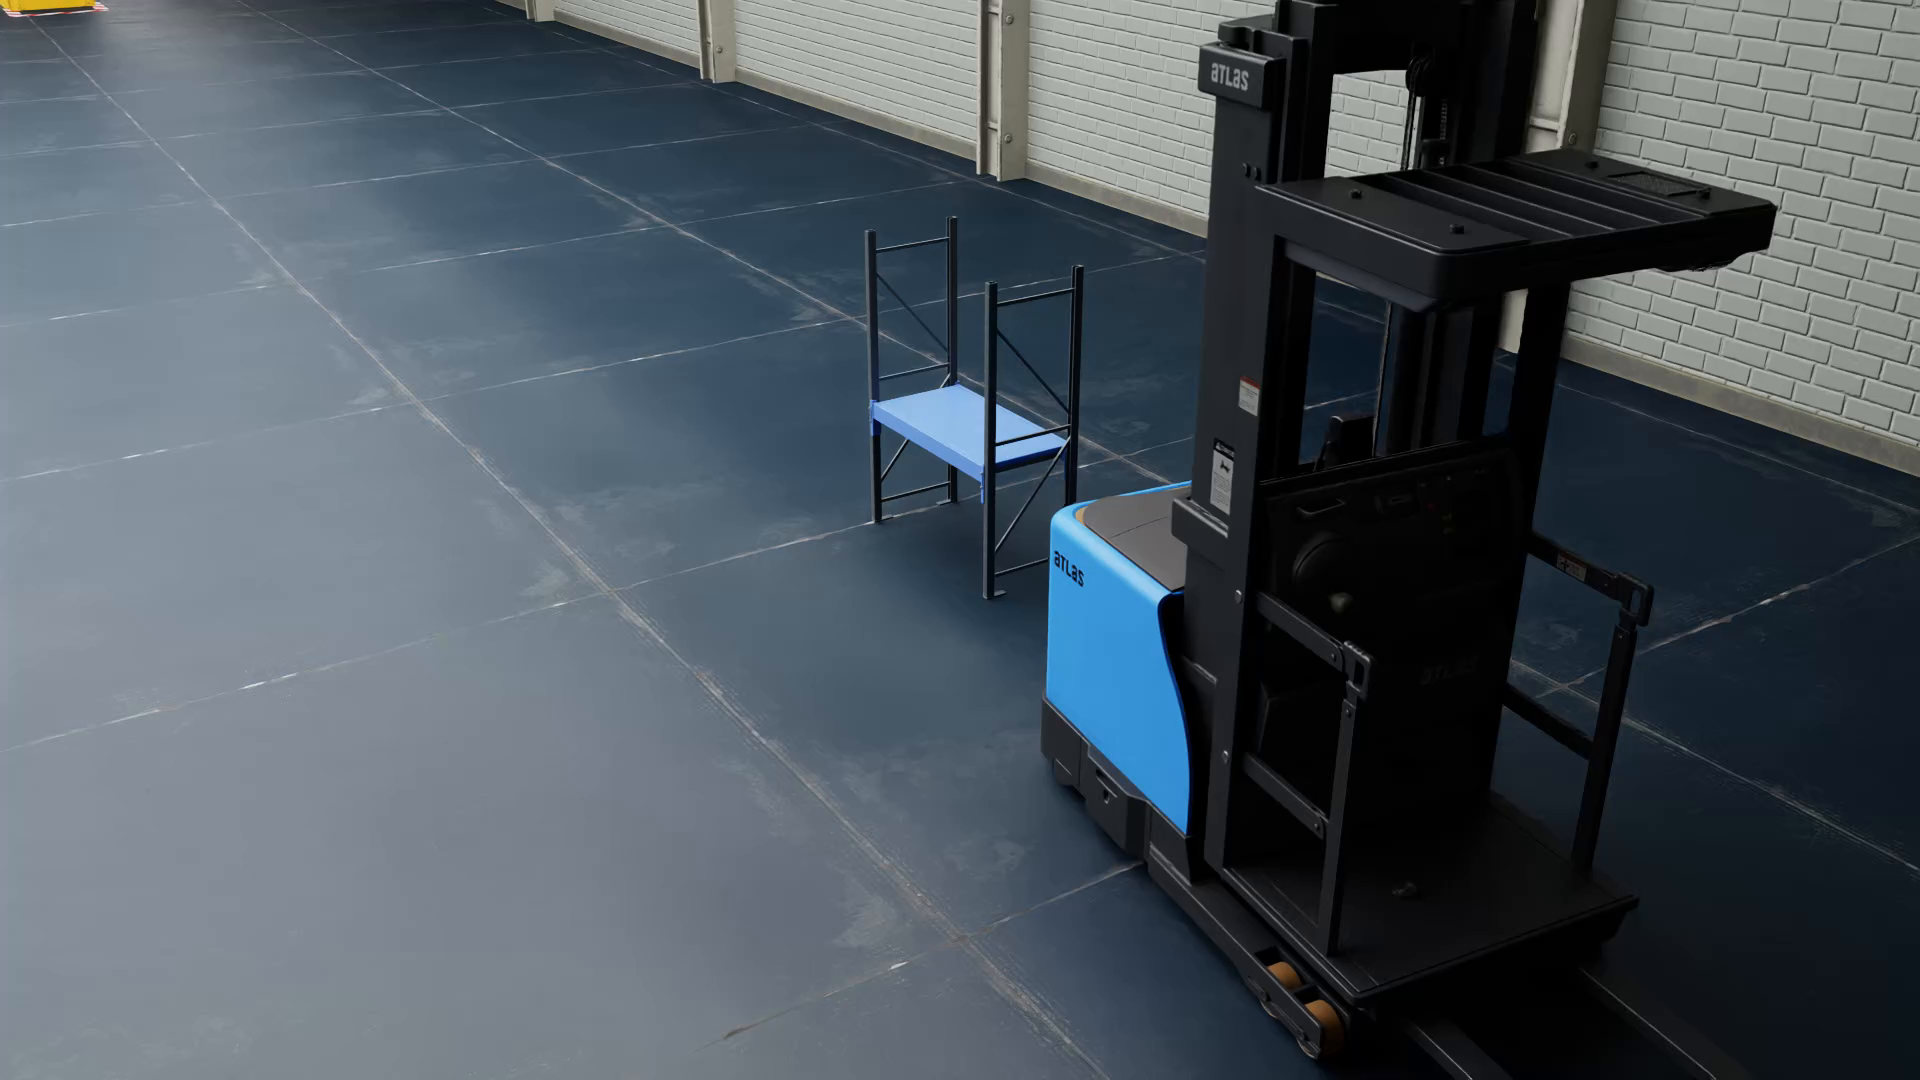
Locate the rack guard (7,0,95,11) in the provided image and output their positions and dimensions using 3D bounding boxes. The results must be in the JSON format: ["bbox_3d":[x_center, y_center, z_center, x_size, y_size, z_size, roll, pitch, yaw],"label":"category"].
[{"bbox_3d":[-14.012,-8.455,25.575,1.175,0.500,0.348,-16,29,-30],"label":"rack guard"}]

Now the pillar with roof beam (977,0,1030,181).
[{"bbox_3d":[-3.219,-6.447,11.365,9.100,9.000,0.400,-16,29,-30],"label":"pillar with roof beam"}]

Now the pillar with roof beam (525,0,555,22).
[{"bbox_3d":[-9.770,-10.739,20.457,9.100,9.000,0.400,-16,29,-30],"label":"pillar with roof beam"}]

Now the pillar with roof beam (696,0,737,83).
[{"bbox_3d":[-6.494,-8.593,15.911,9.100,9.000,0.400,-16,29,-30],"label":"pillar with roof beam"}]

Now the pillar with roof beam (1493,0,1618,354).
[{"bbox_3d":[0.056,-4.301,6.819,9.100,9.000,0.400,-16,29,-30],"label":"pillar with roof beam"}]

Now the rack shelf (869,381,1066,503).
[{"bbox_3d":[0.047,-0.485,7.942,0.538,0.185,1.000,-16,29,-30],"label":"rack shelf"}]

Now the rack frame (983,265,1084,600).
[{"bbox_3d":[0.324,-0.466,7.480,0.500,1.500,0.032,-16,29,-30],"label":"rack frame"}]

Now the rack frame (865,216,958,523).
[{"bbox_3d":[-0.231,-0.830,8.250,0.500,1.500,0.032,-16,29,-30],"label":"rack frame"}]

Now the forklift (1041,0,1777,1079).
[{"bbox_3d":[1.400,0.008,4.801,1.130,2.935,3.031,-12,28,-23],"label":"forklift"}]

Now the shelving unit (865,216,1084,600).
[{"bbox_3d":[0.047,-0.648,7.865,0.538,1.500,1.048,-16,29,-30],"label":"shelving unit"}]
